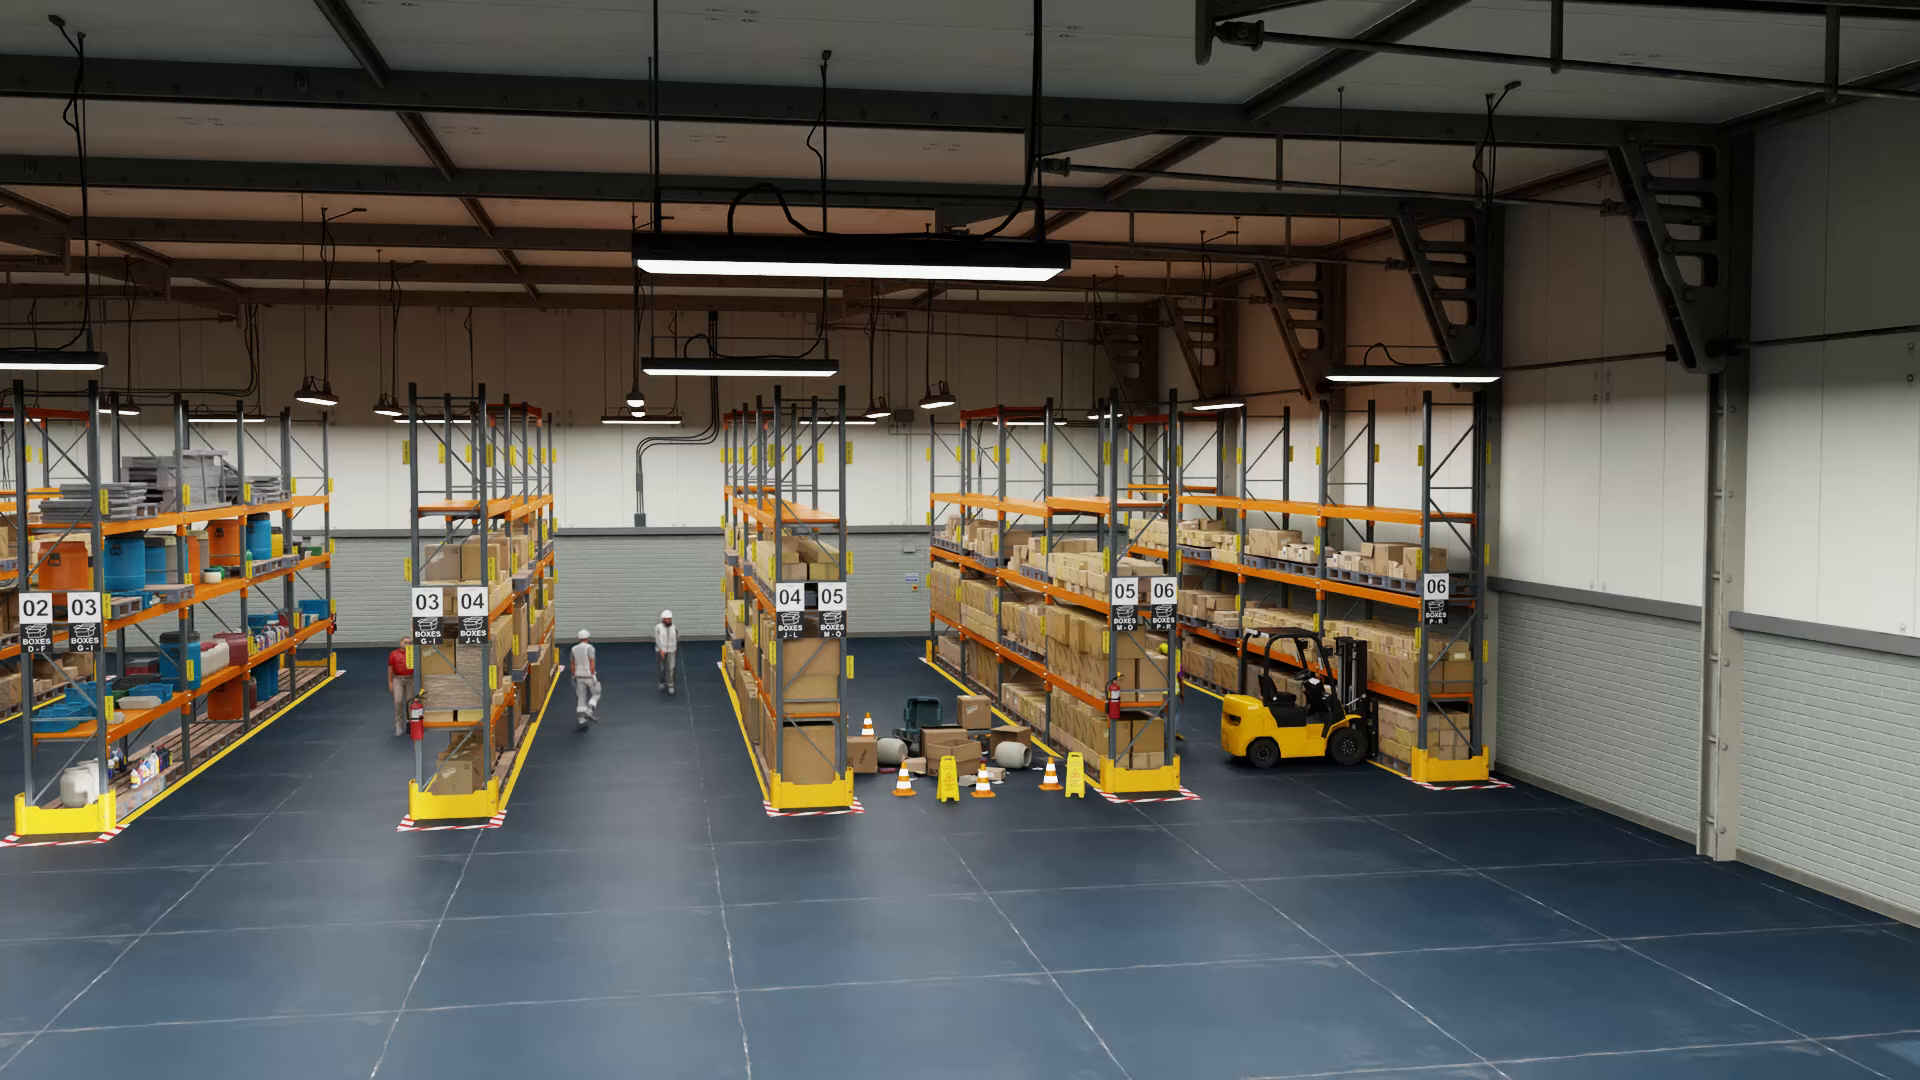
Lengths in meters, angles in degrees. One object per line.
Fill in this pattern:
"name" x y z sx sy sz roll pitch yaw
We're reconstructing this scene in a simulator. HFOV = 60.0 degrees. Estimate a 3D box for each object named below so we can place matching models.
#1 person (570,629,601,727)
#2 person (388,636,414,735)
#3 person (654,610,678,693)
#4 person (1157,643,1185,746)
"person" -6.947 2.543 30.748 0.565 1.777 0.469 1 3 11
"person" -10.047 2.629 30.140 0.559 1.737 0.721 -1 3 -26
"person" -6.201 2.343 35.207 0.524 1.716 0.967 -1 3 -22
"person" 3.566 2.663 28.693 0.611 1.753 0.497 0 3 -2
